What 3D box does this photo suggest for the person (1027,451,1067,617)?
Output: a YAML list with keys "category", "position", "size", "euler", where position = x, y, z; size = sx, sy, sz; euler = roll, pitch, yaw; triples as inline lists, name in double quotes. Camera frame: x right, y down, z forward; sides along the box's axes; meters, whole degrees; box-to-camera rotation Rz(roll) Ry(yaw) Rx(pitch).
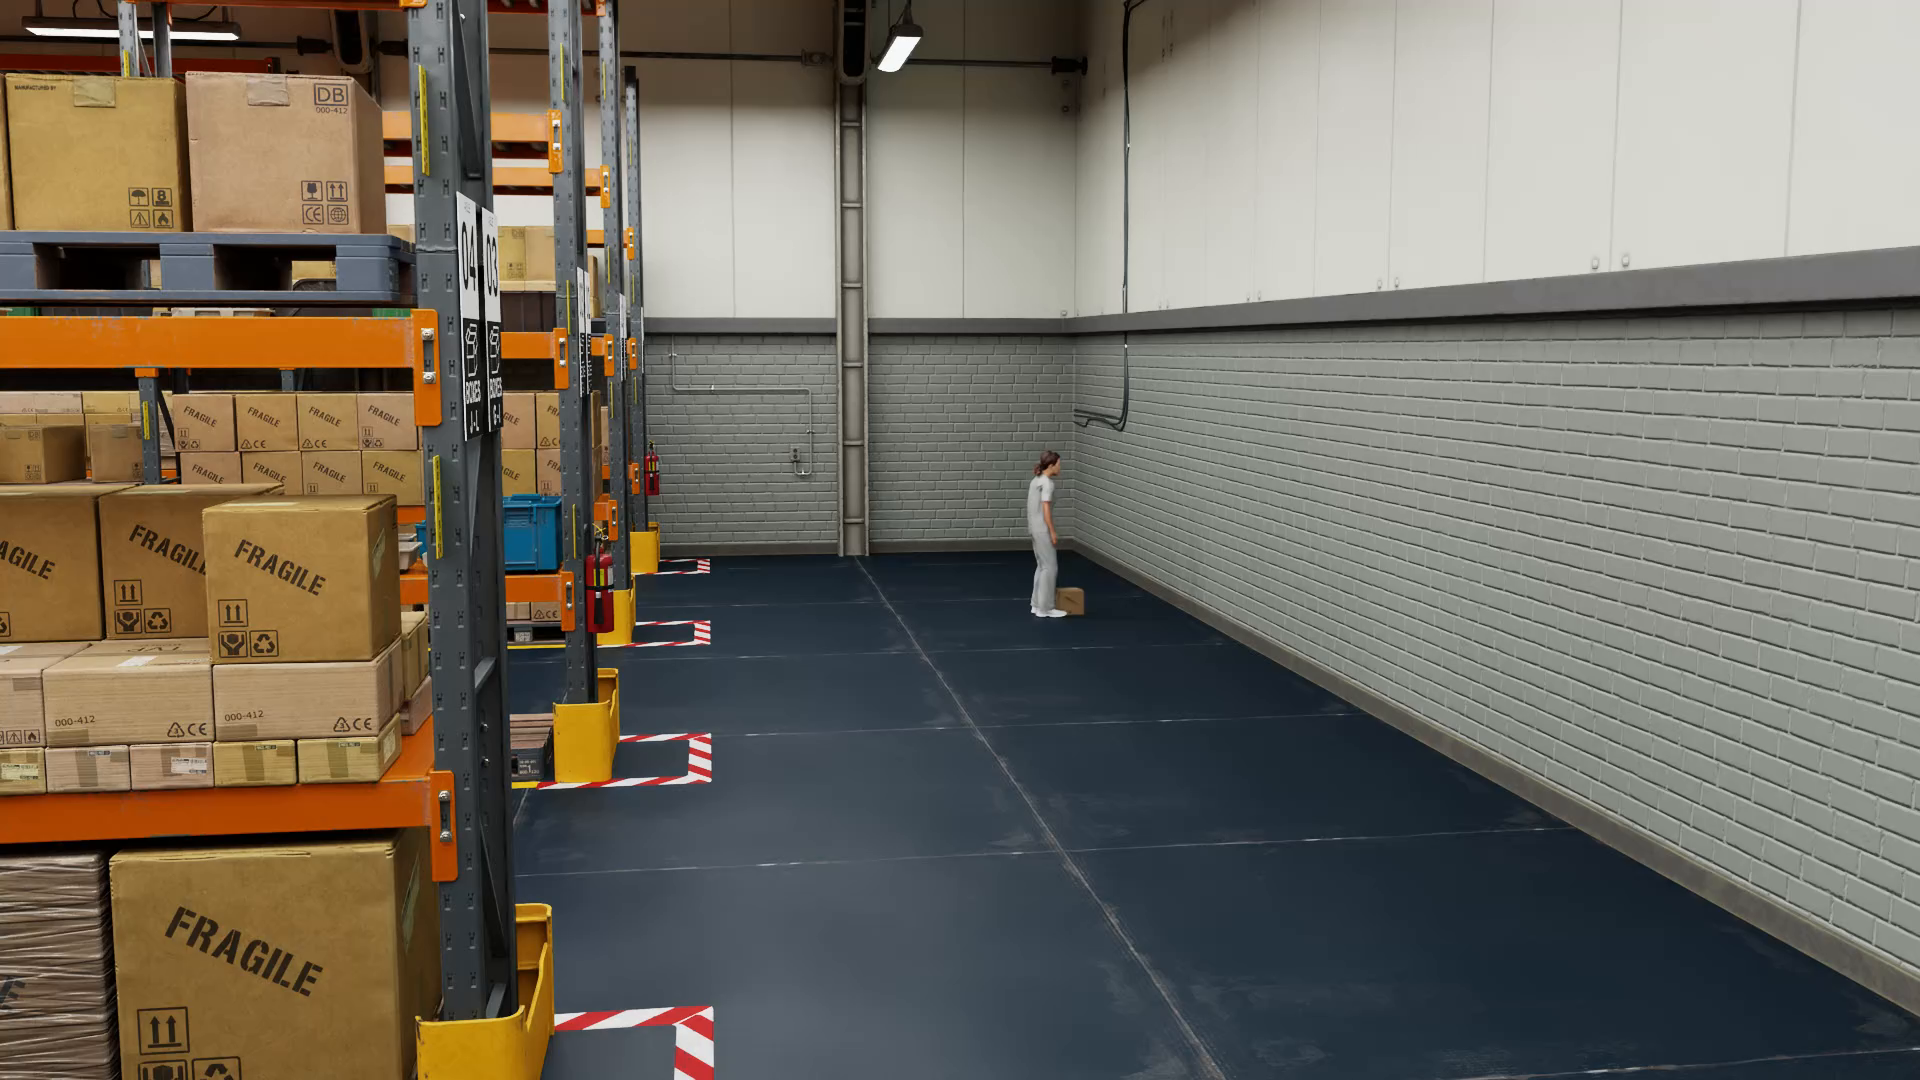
- category: "person"
  position: [0.873, -0.070, 16.911]
  size: [0.361, 1.672, 0.491]
  euler: [-1, 7, -11]
